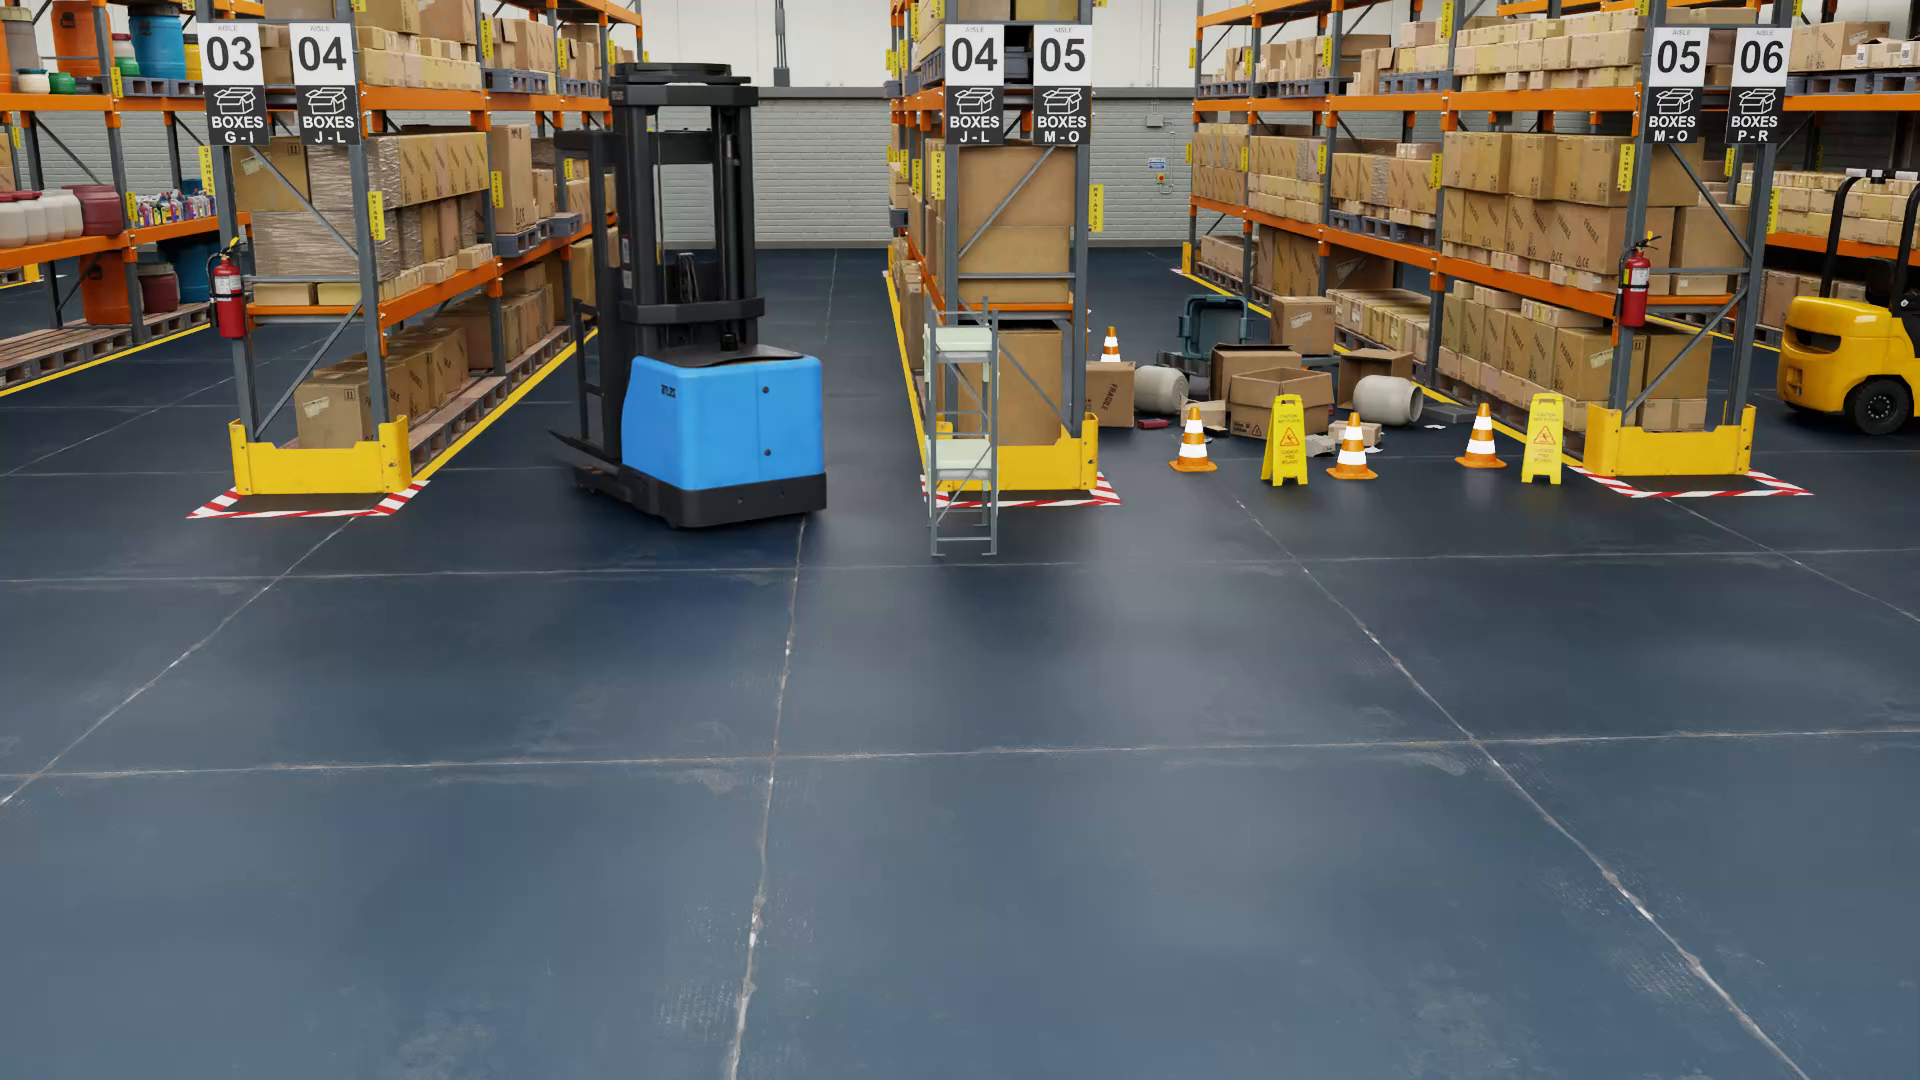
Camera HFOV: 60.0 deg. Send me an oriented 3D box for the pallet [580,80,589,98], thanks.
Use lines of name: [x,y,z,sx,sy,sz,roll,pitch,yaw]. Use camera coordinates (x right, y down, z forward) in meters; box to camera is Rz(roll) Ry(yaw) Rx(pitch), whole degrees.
pallet: [-5.223,-5.593,20.604,1.003,0.211,1.213,0,14,-1]

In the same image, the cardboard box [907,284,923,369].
cardboard box: [0.019,-2.118,16.410,1.050,0.750,0.750,-1,14,-4]

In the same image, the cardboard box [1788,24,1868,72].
cardboard box: [9.720,-5.470,18.503,0.700,0.500,0.500,-1,14,-5]

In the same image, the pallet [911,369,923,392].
pallet: [0.024,-1.691,16.676,1.003,0.211,1.213,-1,14,-3]

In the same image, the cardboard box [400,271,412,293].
cardboard box: [-4.375,-1.944,12.568,0.380,0.149,0.250,-1,14,-3]

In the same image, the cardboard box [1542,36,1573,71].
cardboard box: [4.962,-3.859,13.190,0.500,0.250,0.500,0,14,-2]

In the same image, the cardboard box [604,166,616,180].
cardboard box: [-5.080,-5.347,23.487,0.500,0.500,0.500,-1,14,-3]

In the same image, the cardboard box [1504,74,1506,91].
cardboard box: [4.923,-3.947,14.331,0.380,0.149,0.250,-1,14,-5]

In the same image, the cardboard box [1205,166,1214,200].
cardboard box: [4.154,-5.610,26.108,0.500,0.500,0.500,-1,14,-4]

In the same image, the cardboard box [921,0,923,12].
cardboard box: [-0.137,-4.598,14.218,0.380,0.149,0.250,-1,14,-4]

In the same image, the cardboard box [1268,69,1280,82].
cardboard box: [4.315,-6.165,22.074,0.380,0.166,0.250,-2,15,-7]

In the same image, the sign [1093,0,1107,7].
sign: [0.949,-3.778,11.256,0.100,0.325,0.005,-1,14,-3]

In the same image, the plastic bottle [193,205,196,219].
plastic bottle: [-9.791,-4.188,21.181,0.097,0.201,0.097,0,14,0]

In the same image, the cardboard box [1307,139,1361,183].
cardboard box: [4.540,-4.605,20.196,0.500,0.500,0.500,-1,14,-5]

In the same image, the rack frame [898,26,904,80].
rack frame: [-0.349,-7.746,22.573,1.000,3.000,0.127,-1,14,-3]

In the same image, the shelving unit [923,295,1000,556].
shelving unit: [0.000,-0.725,10.333,0.431,1.500,0.755,-1,14,-3]

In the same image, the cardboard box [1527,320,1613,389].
cardboard box: [4.984,-1.518,13.576,0.500,0.500,0.500,0,14,-1]

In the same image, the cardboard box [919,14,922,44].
cardboard box: [-0.102,-4.501,14.641,0.500,0.250,0.500,-1,14,-3]

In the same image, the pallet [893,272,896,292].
pallet: [-0.504,-3.961,25.497,1.003,0.211,1.213,-1,14,-3]

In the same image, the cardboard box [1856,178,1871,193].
cardboard box: [9.694,-3.729,17.499,0.380,0.149,0.250,-1,14,-5]

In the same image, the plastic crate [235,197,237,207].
plastic crate: [-10.135,-4.732,23.307,0.396,0.136,0.243,-1,14,-3]

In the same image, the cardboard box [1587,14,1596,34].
cardboard box: [5.038,-3.946,12.729,0.380,0.149,0.250,-1,14,-3]

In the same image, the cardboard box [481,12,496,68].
cardboard box: [-4.740,-4.624,15.409,0.797,0.503,0.637,-2,15,-6]

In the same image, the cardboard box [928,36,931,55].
cardboard box: [-0.058,-3.896,13.089,0.380,0.149,0.250,-1,14,-3]

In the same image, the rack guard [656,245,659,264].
rack guard: [-5.555,-4.579,27.322,1.175,0.500,0.348,-1,14,-3]

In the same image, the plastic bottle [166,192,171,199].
plastic bottle: [-10.643,-4.525,22.329,0.061,0.283,0.133,-1,14,-3]

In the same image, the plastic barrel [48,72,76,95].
plastic barrel: [-9.935,-5.035,18.367,0.294,0.245,0.294,0,14,0]

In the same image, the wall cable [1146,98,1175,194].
wall cable: [3.965,-7.846,32.900,0.585,1.953,0.123,-1,14,-3]

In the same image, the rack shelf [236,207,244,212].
rack shelf: [-10.373,-4.862,24.846,1.077,0.370,4.000,-1,14,-3]

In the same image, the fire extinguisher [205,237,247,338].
fire extinguisher: [-5.015,-1.732,11.393,0.296,0.674,0.183,-1,14,-3]

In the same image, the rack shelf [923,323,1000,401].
rack shelf: [0.000,-1.103,10.236,0.431,0.370,0.720,-1,14,-3]

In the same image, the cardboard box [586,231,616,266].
cardboard box: [-5.189,-3.583,21.852,1.225,0.875,0.875,-1,14,-5]

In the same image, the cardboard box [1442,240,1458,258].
cardboard box: [4.781,-2.748,15.690,0.380,0.149,0.250,-1,14,-4]

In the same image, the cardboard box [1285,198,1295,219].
cardboard box: [4.481,-4.249,21.321,0.500,0.250,0.500,-1,14,-4]

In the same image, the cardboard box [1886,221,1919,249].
cardboard box: [9.743,-3.079,16.774,0.500,0.250,0.500,-1,14,-2]

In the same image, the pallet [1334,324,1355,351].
pallet: [4.880,-2.403,19.441,1.003,0.211,1.213,-1,14,-3]

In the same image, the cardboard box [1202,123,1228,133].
cardboard box: [4.073,-6.561,26.497,0.380,0.149,0.250,0,14,-2]

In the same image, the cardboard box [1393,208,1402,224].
cardboard box: [4.704,-3.351,17.191,0.380,0.149,0.250,-1,14,-3]

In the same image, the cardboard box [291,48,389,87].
cardboard box: [-4.334,-3.309,11.647,0.500,0.250,0.500,0,14,-2]

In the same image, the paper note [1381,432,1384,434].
paper note: [3.547,-0.907,14.031,0.032,0.001,0.123,-1,14,-3]

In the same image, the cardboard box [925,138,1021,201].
cardboard box: [0.136,-3.354,15.076,0.875,0.550,0.550,-1,14,-3]

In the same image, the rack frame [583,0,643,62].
rack frame: [-5.553,-8.689,26.239,1.000,3.000,0.127,-1,14,-3]

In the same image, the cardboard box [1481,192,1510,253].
cardboard box: [4.903,-2.782,14.521,0.500,0.500,0.500,-1,14,-4]

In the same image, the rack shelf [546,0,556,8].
rack shelf: [-4.934,-5.660,16.713,1.077,0.370,4.000,-1,14,-3]

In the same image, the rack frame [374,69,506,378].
rack frame: [-4.810,-2.800,15.388,1.000,3.000,0.127,-1,14,-3]

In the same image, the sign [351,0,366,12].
sign: [-4.020,-3.689,11.071,0.100,0.325,0.005,-1,14,-3]

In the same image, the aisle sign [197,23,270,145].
aisle sign: [-4.857,-3.044,11.120,0.394,0.787,0.004,-1,14,-3]

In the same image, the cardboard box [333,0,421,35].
cardboard box: [-4.384,-4.066,12.487,0.500,0.500,0.500,-1,14,-4]

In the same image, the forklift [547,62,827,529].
forklift: [-2.118,-1.804,11.658,1.130,2.935,3.031,-9,17,-32]

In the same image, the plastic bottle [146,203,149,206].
plastic bottle: [-10.405,-4.214,21.284,0.097,0.201,0.097,0,14,0]

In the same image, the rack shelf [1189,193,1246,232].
rack shelf: [4.462,-5.091,25.738,1.077,0.370,4.000,-1,14,-3]

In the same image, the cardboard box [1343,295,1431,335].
cardboard box: [4.912,-2.554,18.864,0.950,0.372,0.625,-1,14,-5]
